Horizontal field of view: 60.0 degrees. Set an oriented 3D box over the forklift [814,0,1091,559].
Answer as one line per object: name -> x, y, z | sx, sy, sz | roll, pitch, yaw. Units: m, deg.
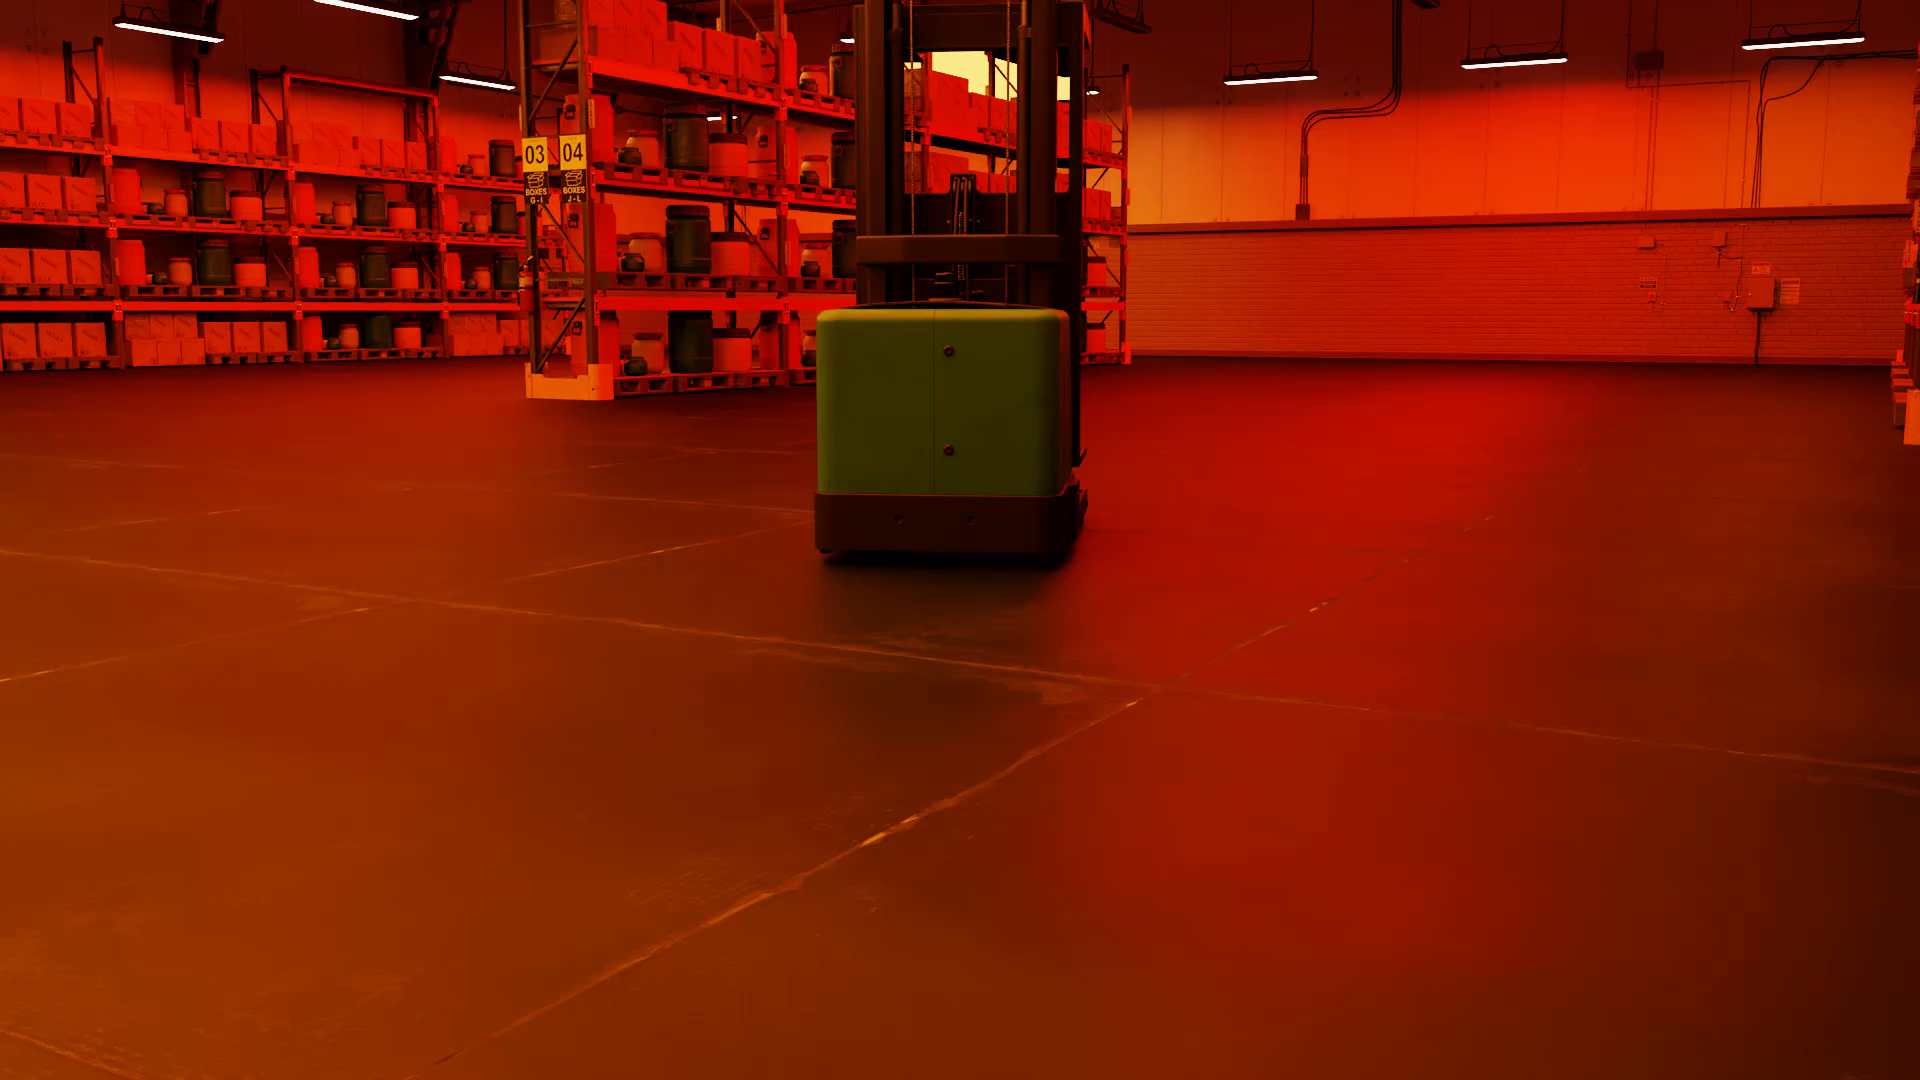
forklift -> 0.072, -1.535, 8.212 | 1.130, 2.935, 3.031 | 1, 8, 7
